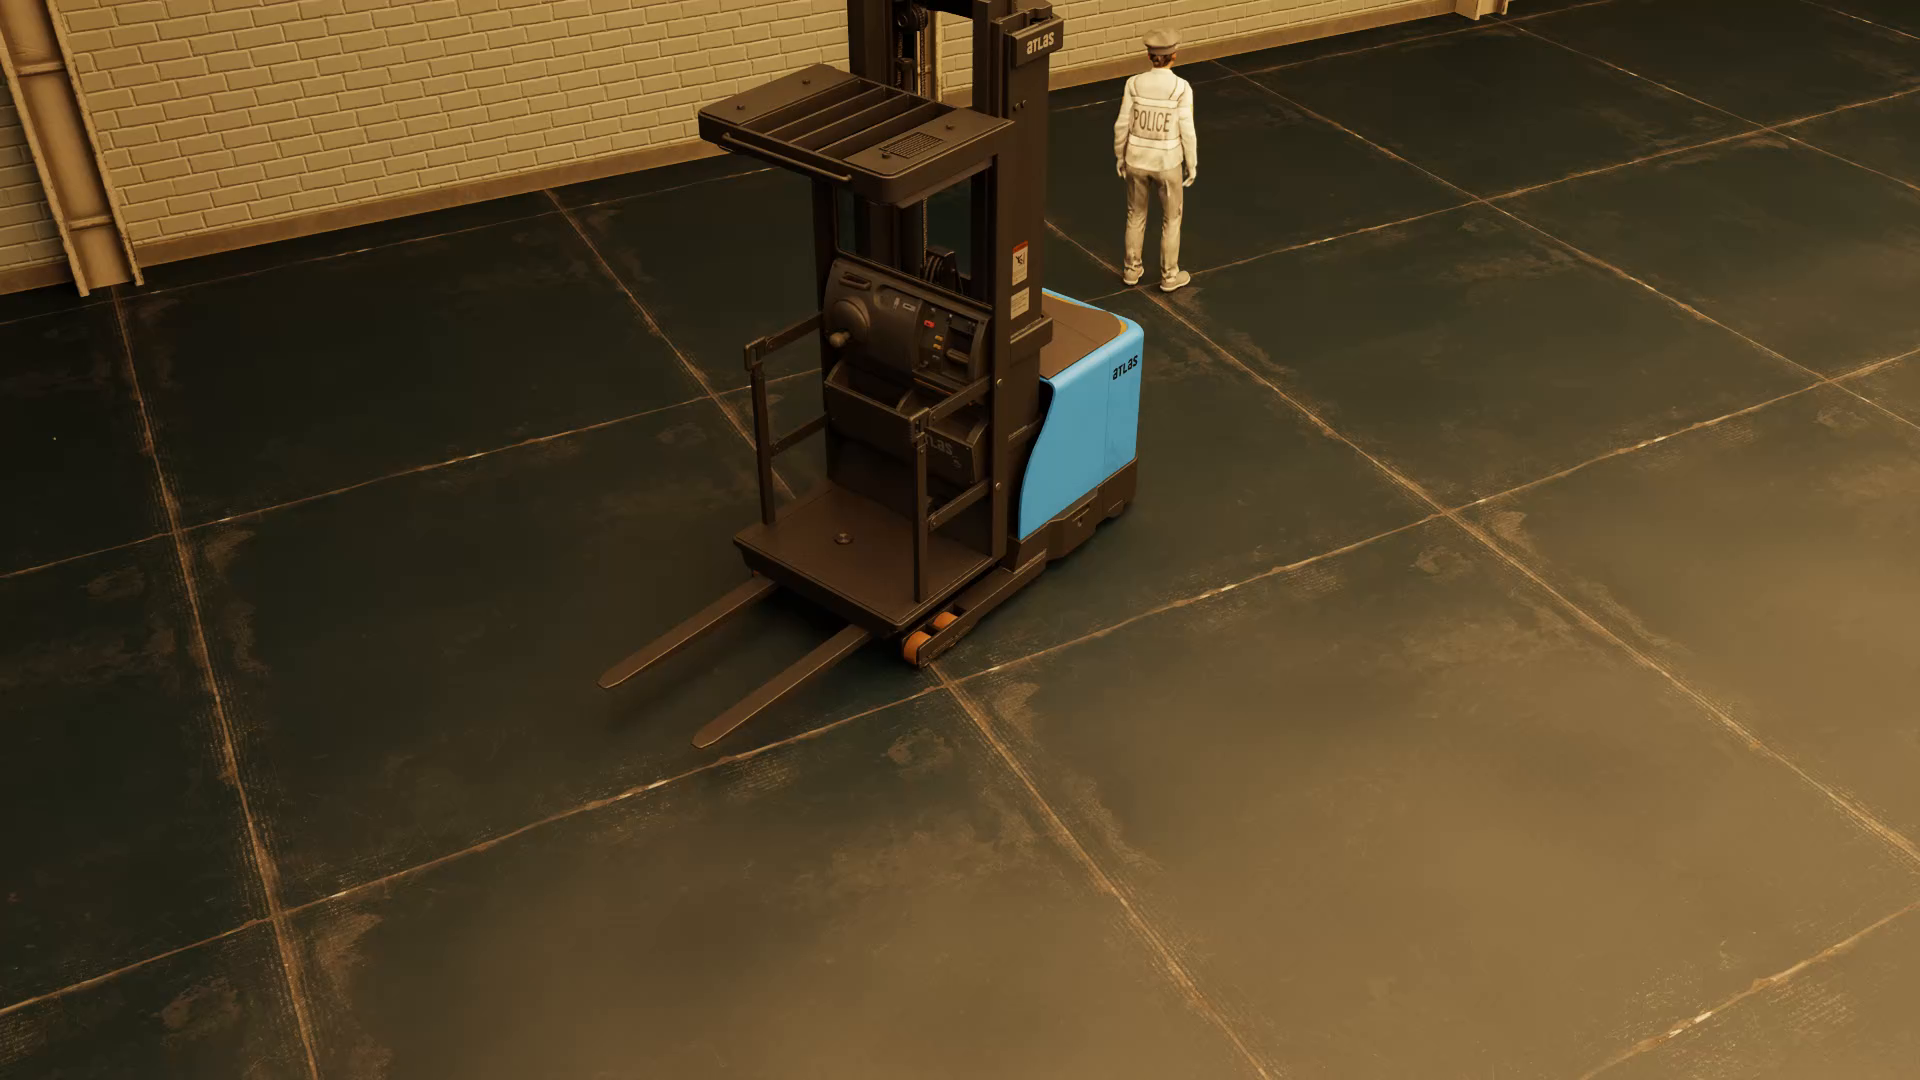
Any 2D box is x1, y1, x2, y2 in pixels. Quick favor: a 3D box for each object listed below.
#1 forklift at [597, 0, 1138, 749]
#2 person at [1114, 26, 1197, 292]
[{"bbox_3d":[-0.393,-0.929,7.437,1.121,2.935,3.031,26,43,31],"label":"forklift"},{"bbox_3d":[1.245,-2.405,10.625,0.541,1.664,0.374,14,37,18],"label":"person"}]
